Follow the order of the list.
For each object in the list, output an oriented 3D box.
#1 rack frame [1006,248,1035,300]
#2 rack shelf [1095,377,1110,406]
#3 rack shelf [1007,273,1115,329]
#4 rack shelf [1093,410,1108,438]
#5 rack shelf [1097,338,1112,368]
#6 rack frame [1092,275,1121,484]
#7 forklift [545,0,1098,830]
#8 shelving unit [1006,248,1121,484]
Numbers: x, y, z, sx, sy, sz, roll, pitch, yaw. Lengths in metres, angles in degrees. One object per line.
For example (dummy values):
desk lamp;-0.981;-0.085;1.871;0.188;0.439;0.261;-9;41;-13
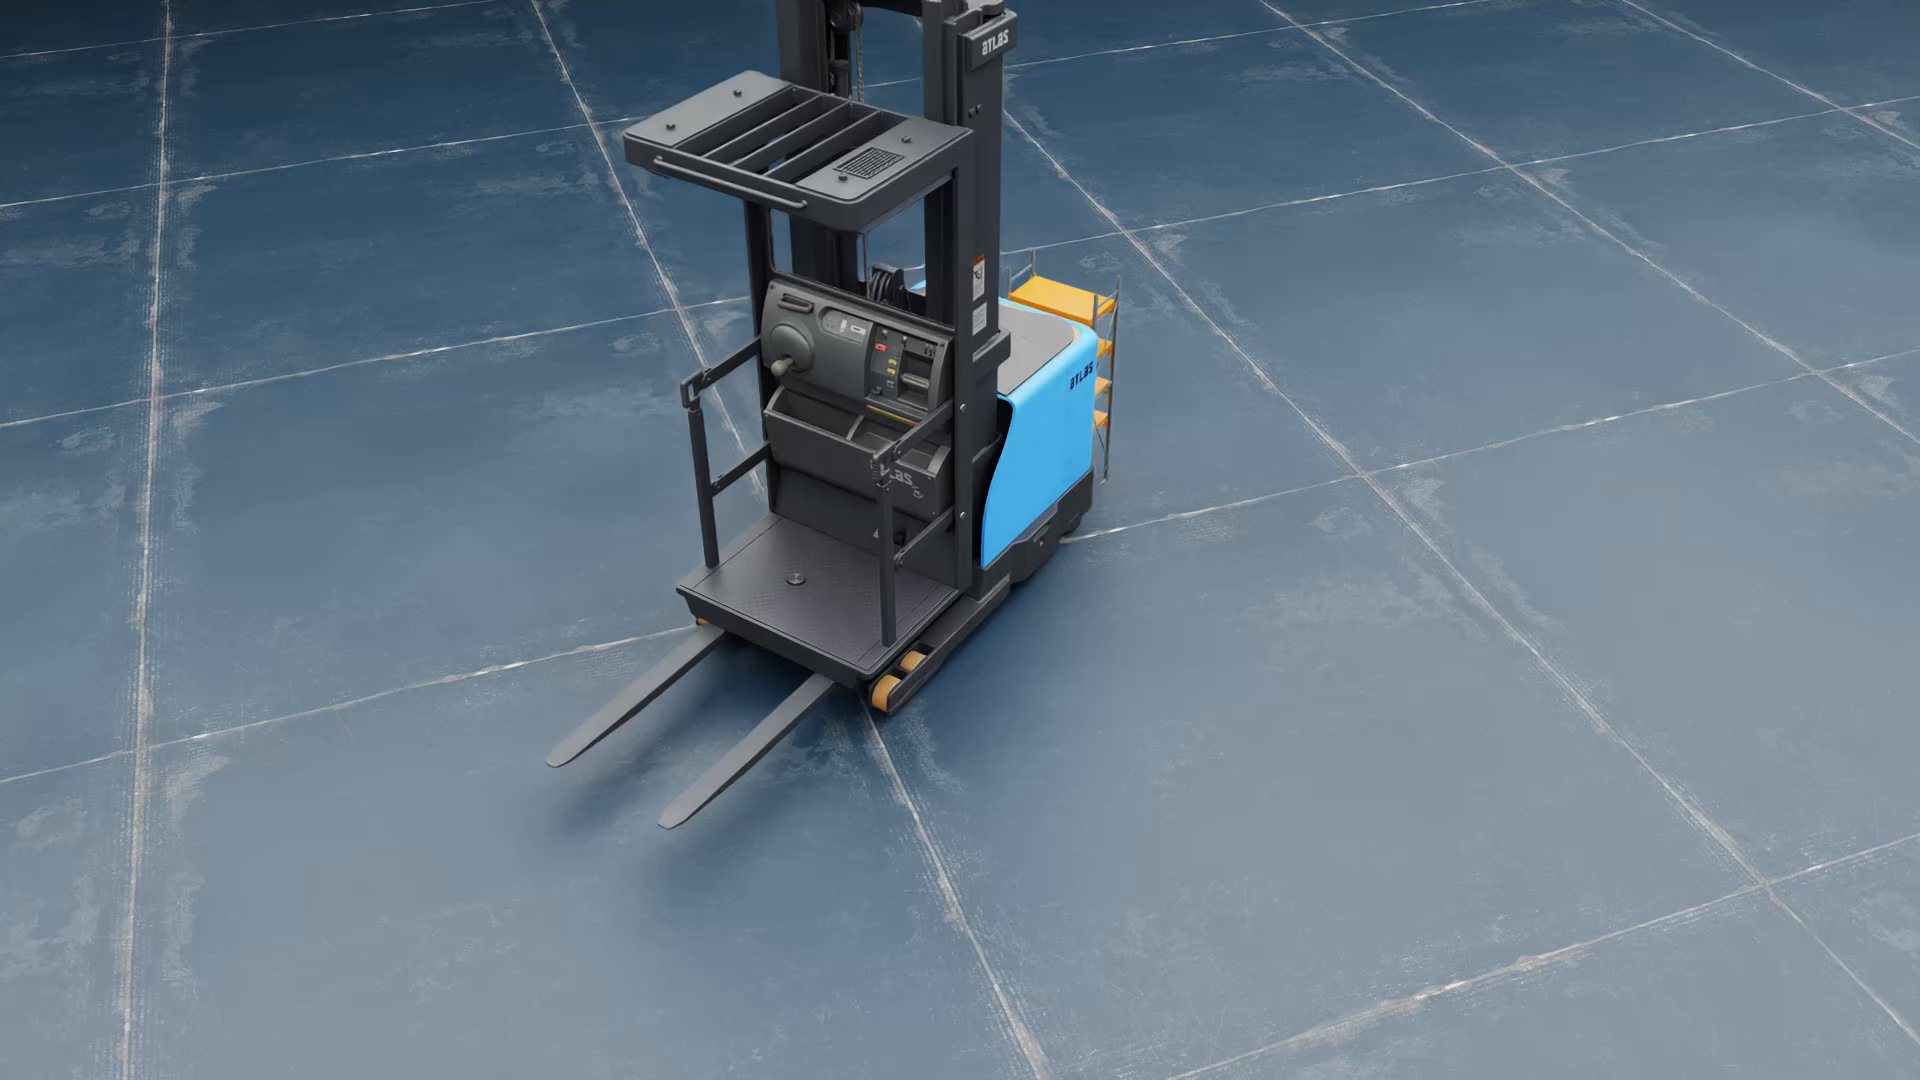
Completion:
rack frame;0.299;-0.902;8.510;0.015;1.200;0.240;22;42;26
rack shelf;0.501;-0.767;8.443;0.480;0.148;0.258;22;42;26
rack shelf;0.502;-1.134;8.166;0.480;0.148;0.258;22;42;26
rack shelf;0.501;-0.608;8.562;0.480;0.148;0.258;22;42;26
rack shelf;0.502;-0.945;8.308;0.480;0.148;0.258;22;42;26
rack frame;0.704;-0.739;8.294;0.015;1.200;0.240;22;42;26
forklift;-0.567;-0.738;6.854;1.130;2.935;3.031;22;42;26
shelving unit;0.501;-0.820;8.402;0.503;1.200;0.258;22;42;26
